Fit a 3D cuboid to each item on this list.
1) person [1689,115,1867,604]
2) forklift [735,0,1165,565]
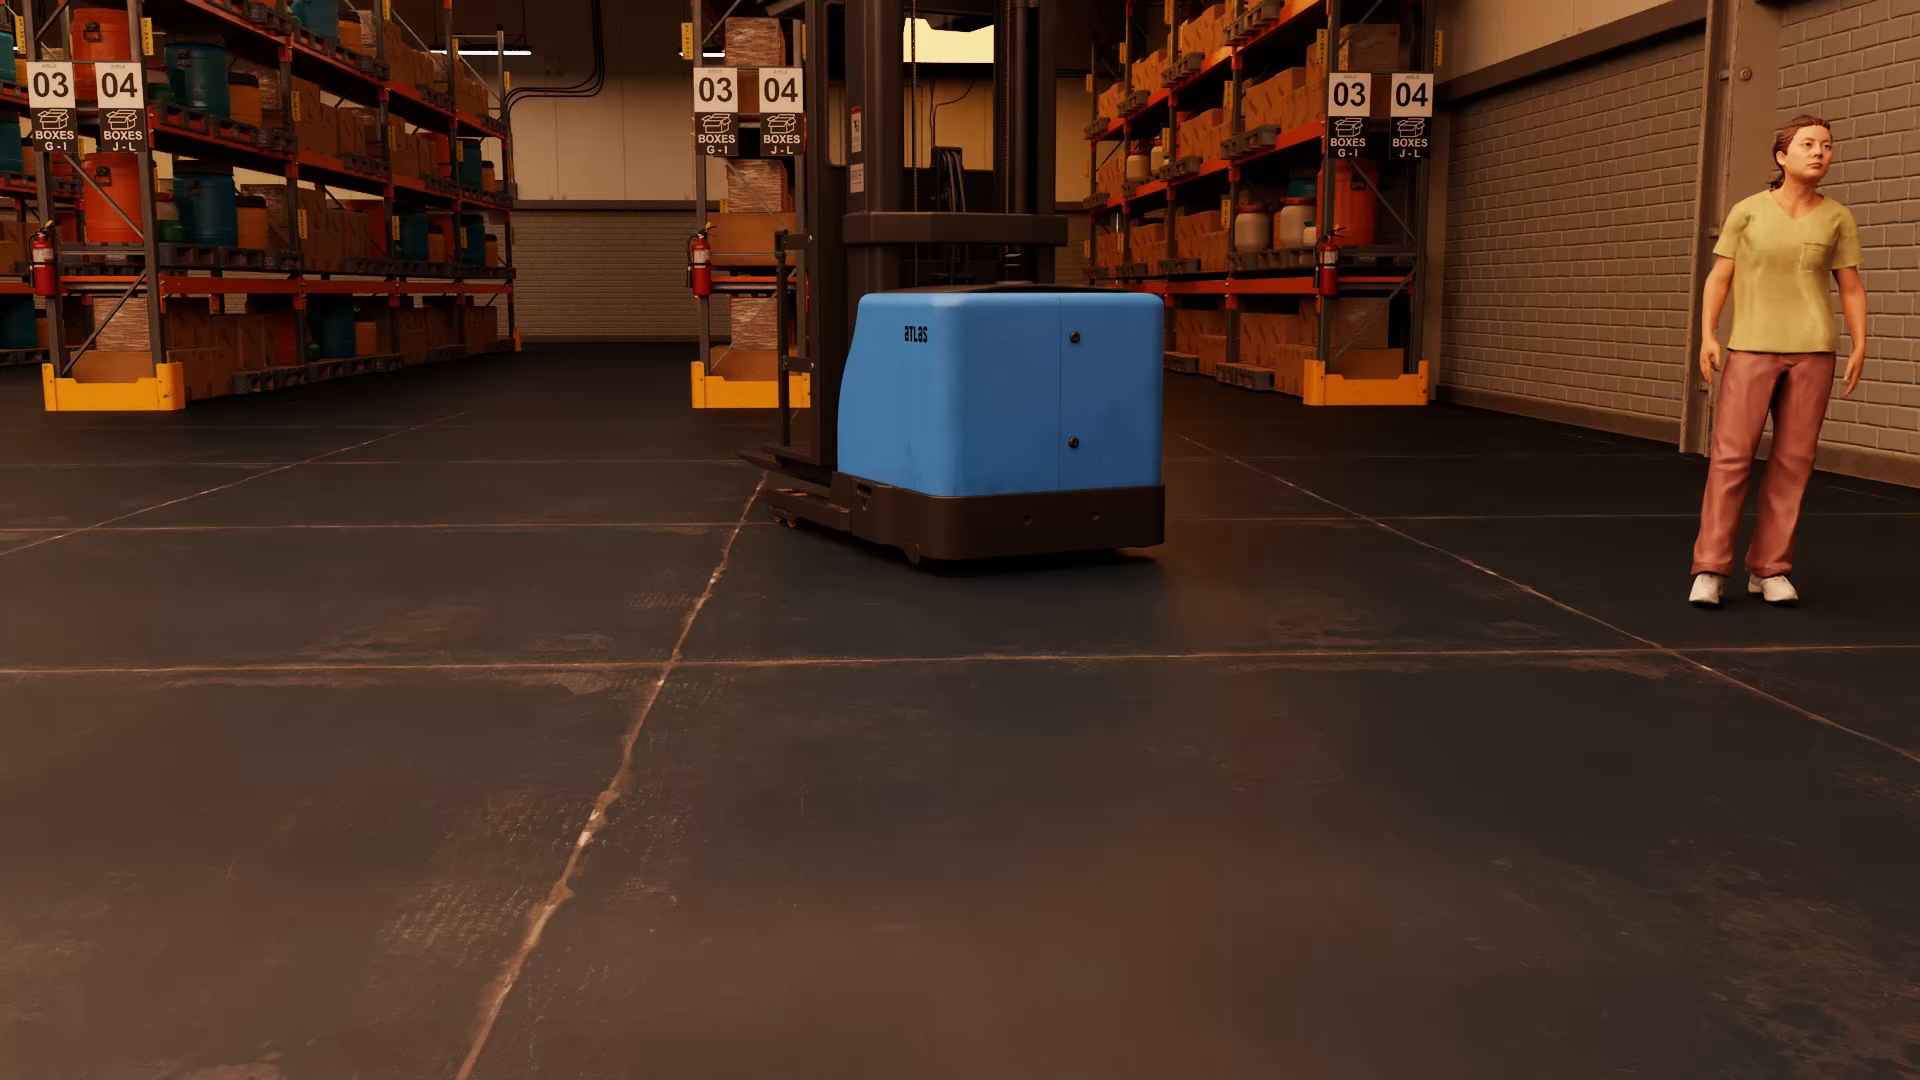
[{"bbox_3d":[2.848,-0.624,5.756,0.552,1.673,0.549,2,9,16],"label":"person"},{"bbox_3d":[-0.264,-1.530,7.637,1.130,2.935,3.031,-4,9,-25],"label":"forklift"}]
